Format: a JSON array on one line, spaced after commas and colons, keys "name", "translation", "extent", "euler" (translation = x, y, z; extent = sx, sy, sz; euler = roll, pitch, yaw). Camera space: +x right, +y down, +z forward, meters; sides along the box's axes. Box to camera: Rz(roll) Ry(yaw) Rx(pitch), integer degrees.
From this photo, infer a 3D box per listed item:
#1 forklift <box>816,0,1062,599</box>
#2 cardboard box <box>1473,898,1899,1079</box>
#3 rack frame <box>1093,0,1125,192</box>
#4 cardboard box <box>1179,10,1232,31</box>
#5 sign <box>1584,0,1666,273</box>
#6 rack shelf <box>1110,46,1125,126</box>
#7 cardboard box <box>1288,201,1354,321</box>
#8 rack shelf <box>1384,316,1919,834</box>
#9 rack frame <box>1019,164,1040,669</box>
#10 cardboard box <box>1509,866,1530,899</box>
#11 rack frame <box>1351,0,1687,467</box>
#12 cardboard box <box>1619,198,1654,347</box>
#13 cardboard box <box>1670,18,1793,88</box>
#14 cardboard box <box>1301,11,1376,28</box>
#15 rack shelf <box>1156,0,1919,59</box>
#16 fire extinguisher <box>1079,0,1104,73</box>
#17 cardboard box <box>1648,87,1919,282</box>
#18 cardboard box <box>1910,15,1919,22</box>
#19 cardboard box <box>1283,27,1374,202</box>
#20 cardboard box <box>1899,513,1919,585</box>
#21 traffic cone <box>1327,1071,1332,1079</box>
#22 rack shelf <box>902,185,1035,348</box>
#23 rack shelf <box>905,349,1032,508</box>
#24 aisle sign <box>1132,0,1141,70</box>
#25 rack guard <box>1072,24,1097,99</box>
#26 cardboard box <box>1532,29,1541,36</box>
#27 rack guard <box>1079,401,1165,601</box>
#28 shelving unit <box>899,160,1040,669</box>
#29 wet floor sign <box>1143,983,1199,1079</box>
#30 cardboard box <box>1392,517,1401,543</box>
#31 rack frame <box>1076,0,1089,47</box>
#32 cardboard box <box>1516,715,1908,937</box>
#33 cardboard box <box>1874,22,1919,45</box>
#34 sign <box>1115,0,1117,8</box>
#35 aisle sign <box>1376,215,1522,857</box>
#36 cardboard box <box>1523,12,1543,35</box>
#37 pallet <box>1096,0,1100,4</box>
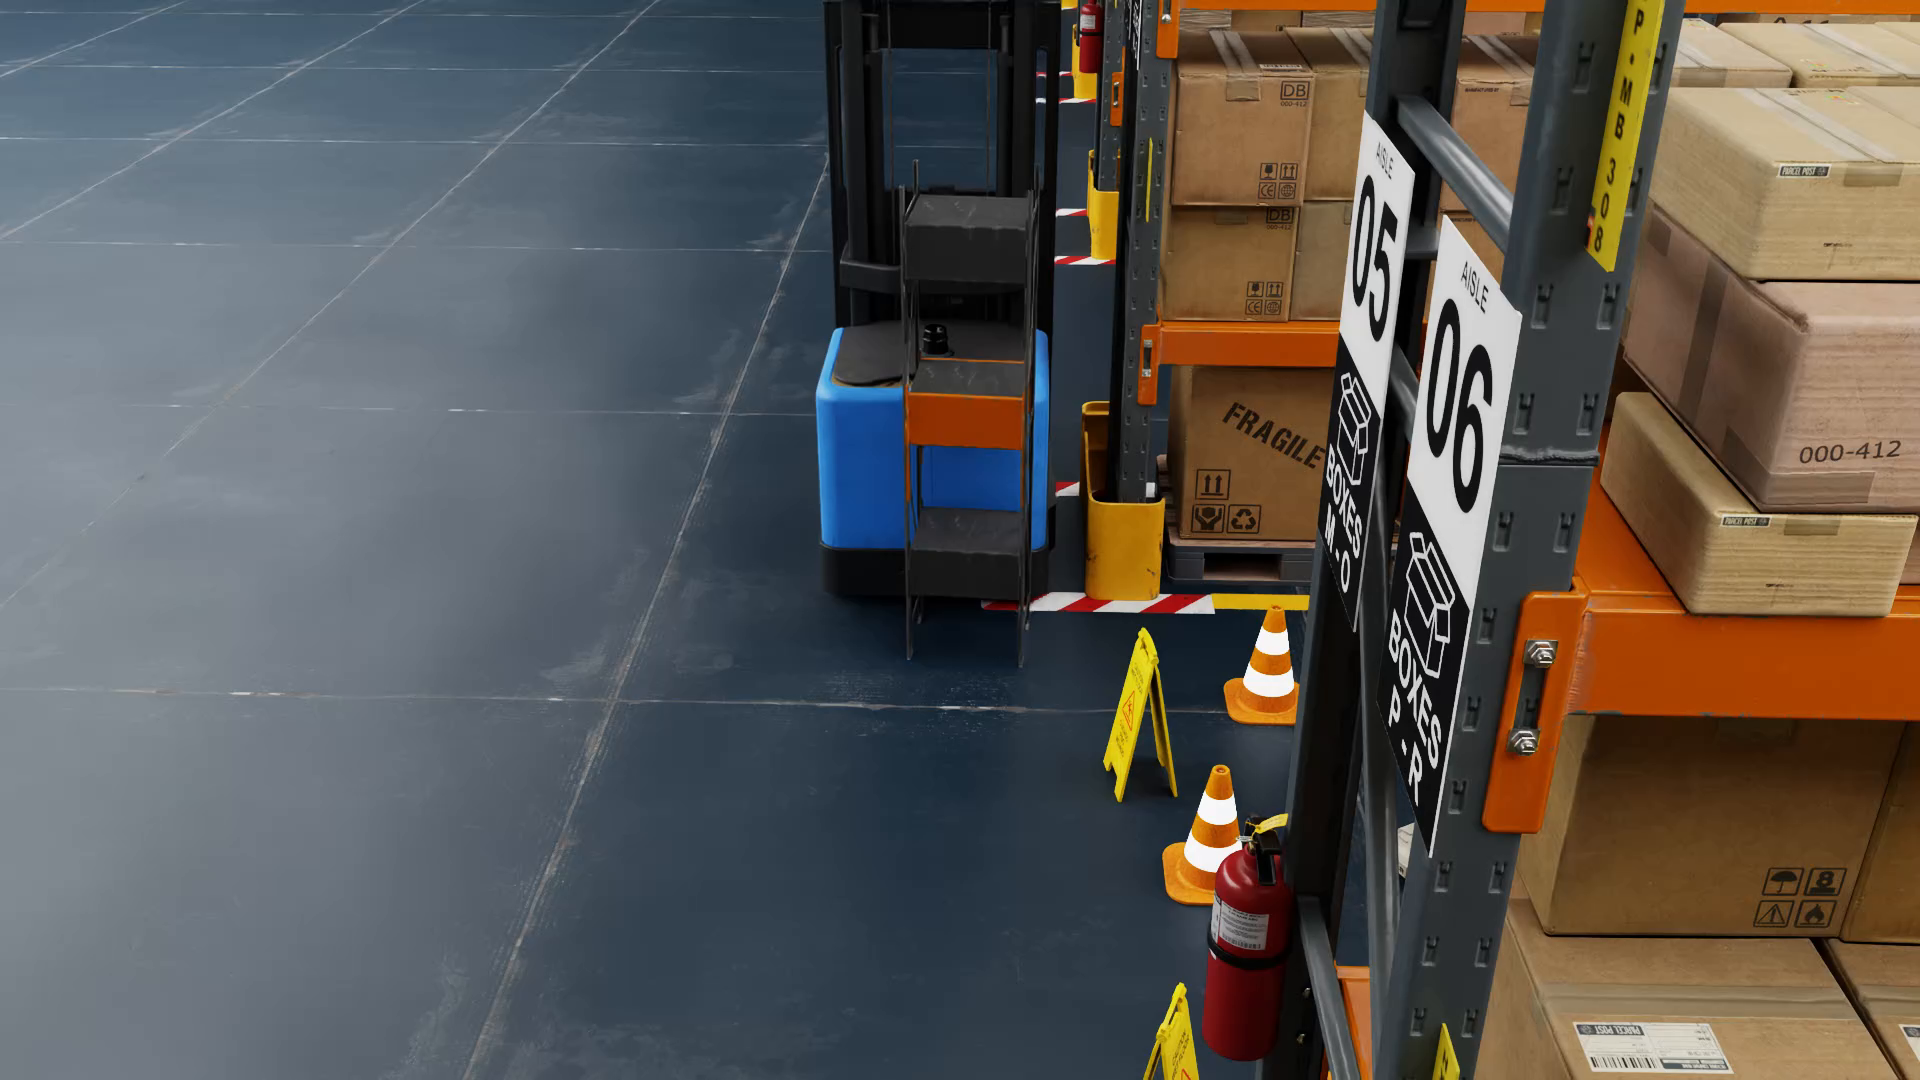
[{"name": "forklift", "translation": [-0.069, -1.679, 8.288], "extent": [1.130, 2.935, 3.031], "euler": [1, 28, 2]}, {"name": "cardboard box", "translation": [1.191, 0.963, 2.806], "extent": [0.500, 0.500, 0.500], "euler": [1, 28, 1]}, {"name": "rack frame", "translation": [1.077, -3.637, 11.909], "extent": [0.127, 3.000, 1.000], "euler": [1, 28, 2]}, {"name": "cardboard box", "translation": [1.625, -3.791, 11.774], "extent": [0.500, 0.500, 0.875], "euler": [1, 28, 2]}, {"name": "sign", "translation": [0.708, -0.456, 1.772], "extent": [0.005, 0.325, 0.100], "euler": [1, 28, 2]}, {"name": "rack shelf", "translation": [3.076, -3.286, 12.015], "extent": [4.000, 0.370, 1.077], "euler": [1, 28, 2]}, {"name": "cardboard box", "translation": [1.724, -1.400, 7.528], "extent": [0.550, 0.550, 0.875], "euler": [1, 28, 2]}, {"name": "rack shelf", "translation": [2.726, 0.027, 2.562], "extent": [4.000, 0.370, 1.077], "euler": [1, 28, 2]}, {"name": "rack frame", "translation": [0.285, -0.465, 6.883], "extent": [0.015, 2.100, 0.400], "euler": [3, 28, 6]}, {"name": "cardboard box", "translation": [1.279, 0.706, 3.292], "extent": [0.500, 0.500, 0.500], "euler": [0, 28, 1]}, {"name": "rack frame", "translation": [0.727, -1.649, 1.753], "extent": [0.127, 3.000, 1.000], "euler": [1, 28, 2]}, {"name": "cardboard box", "translation": [1.248, -0.507, 2.643], "extent": [0.500, 0.250, 0.500], "euler": [1, 28, 1]}, {"name": "cardboard box", "translation": [1.075, -0.698, 2.578], "extent": [0.250, 0.149, 0.380], "euler": [1, 28, 2]}, {"name": "cardboard box", "translation": [2.628, -3.810, 11.811], "extent": [0.500, 0.500, 0.875], "euler": [1, 28, 2]}, {"name": "rack shelf", "translation": [2.799, -2.292, 6.936], "extent": [4.000, 0.370, 1.077], "euler": [1, 28, 2]}, {"name": "fire extinguisher", "translation": [0.979, -3.821, 12.337], "extent": [0.183, 0.674, 0.296], "euler": [1, 28, 2]}, {"name": "cardboard box", "translation": [1.075, -0.464, 2.137], "extent": [0.250, 0.149, 0.380], "euler": [1, 28, 1]}, {"name": "cardboard box", "translation": [6.810, -3.817, 11.689], "extent": [0.637, 0.503, 0.797], "euler": [4, 28, 7]}, {"name": "cardboard box", "translation": [1.723, -1.871, 7.263], "extent": [0.550, 0.550, 0.875], "euler": [1, 28, 2]}, {"name": "cardboard box", "translation": [1.313, -0.093, 2.288], "extent": [0.250, 0.149, 0.380], "euler": [0, 28, 0]}, {"name": "traffic cone", "translation": [1.202, 1.525, 4.878], "extent": [0.334, 0.463, 0.336], "euler": [1, 28, 2]}, {"name": "rack shelf", "translation": [0.043, -1.087, 6.590], "extent": [0.480, 0.518, 0.431], "euler": [3, 28, 6]}, {"name": "rack shelf", "translation": [0.043, -0.467, 6.915], "extent": [0.480, 0.518, 0.431], "euler": [3, 28, 6]}, {"name": "aisle sign", "translation": [0.719, -2.327, 6.661], "extent": [0.004, 0.787, 0.394], "euler": [1, 28, 2]}, {"name": "rack guard", "translation": [1.329, -4.872, 16.907], "extent": [0.348, 0.500, 1.175], "euler": [1, 28, 2]}, {"name": "cardboard box", "translation": [2.812, -1.850, 7.224], "extent": [0.500, 0.550, 0.875], "euler": [1, 28, 2]}, {"name": "rack guard", "translation": [0.777, -0.213, 8.119], "extent": [0.348, 0.500, 1.175], "euler": [1, 28, 2]}, {"name": "shelving unit", "translation": [0.043, -0.479, 6.909], "extent": [0.503, 2.100, 0.431], "euler": [3, 28, 6]}, {"name": "wet floor sign", "translation": [0.575, 1.538, 4.661], "extent": [0.232, 0.644, 0.267], "euler": [11, 30, 19]}, {"name": "cardboard box", "translation": [2.360, -0.570, 7.943], "extent": [0.875, 0.875, 0.875], "euler": [1, 28, 1]}, {"name": "rack frame", "translation": [1.252, -5.956, 16.282], "extent": [0.127, 3.000, 1.000], "euler": [1, 28, 2]}, {"name": "cardboard box", "translation": [1.245, 0.290, 3.008], "extent": [0.500, 0.500, 0.700], "euler": [0, 28, 1]}, {"name": "cardboard box", "translation": [1.587, -0.680, 2.544], "extent": [0.250, 0.149, 0.380], "euler": [1, 28, 1]}, {"name": "sign", "translation": [1.058, -3.766, 11.227], "extent": [0.005, 0.325, 0.100], "euler": [1, 28, 2]}, {"name": "aisle sign", "translation": [0.654, -0.003, 2.278], "extent": [0.004, 0.787, 0.394], "euler": [1, 28, 2]}, {"name": "cardboard box", "translation": [4.128, -3.808, 11.806], "extent": [0.500, 0.500, 0.875], "euler": [1, 28, 2]}, {"name": "pallet", "translation": [2.196, -7.049, 21.322], "extent": [1.213, 0.211, 1.003], "euler": [1, 28, 2]}]
